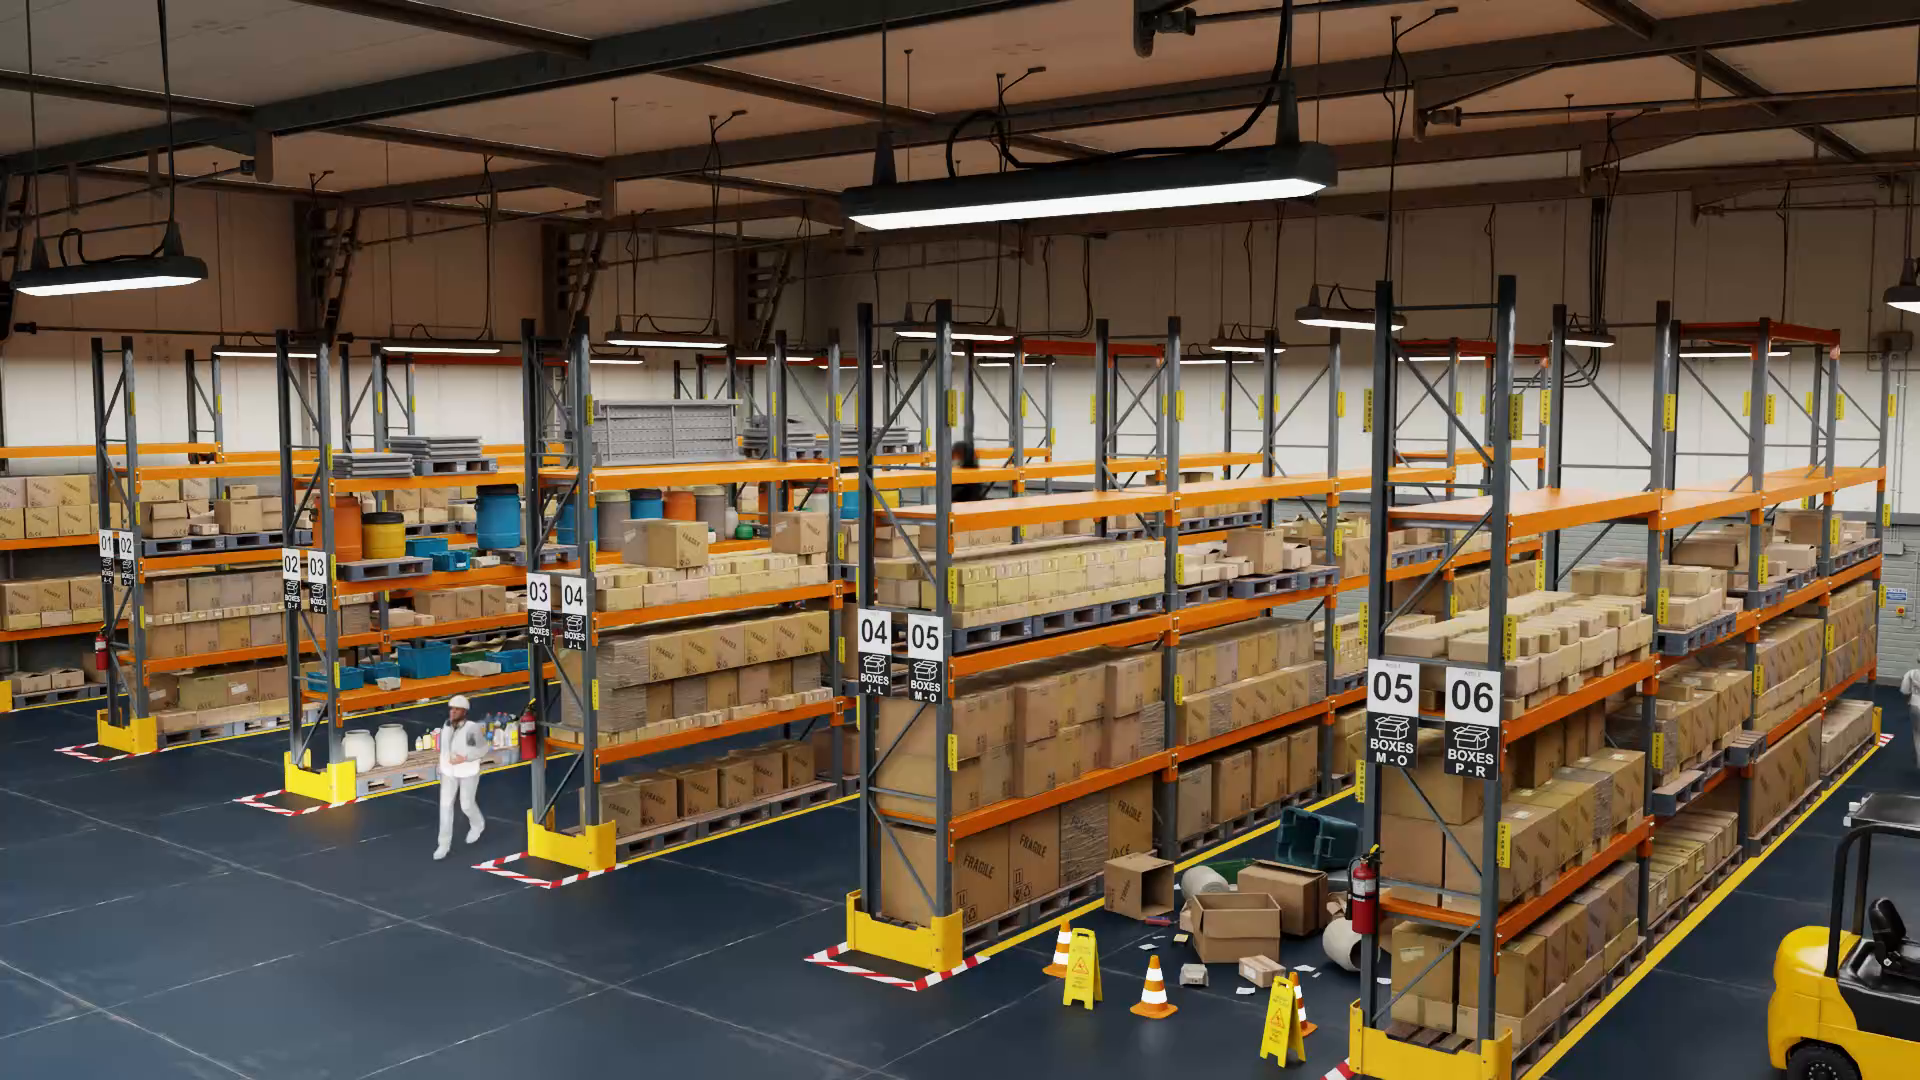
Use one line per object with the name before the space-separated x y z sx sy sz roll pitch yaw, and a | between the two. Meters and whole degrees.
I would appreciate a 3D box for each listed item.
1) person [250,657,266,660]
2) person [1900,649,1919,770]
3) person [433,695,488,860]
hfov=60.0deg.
person | -11.835 1.834 28.149 0.699 1.752 0.923 2 6 26
person | 13.312 2.321 22.954 0.598 1.669 0.611 2 5 25
person | -5.592 2.621 18.753 0.647 1.774 0.901 1 5 11
